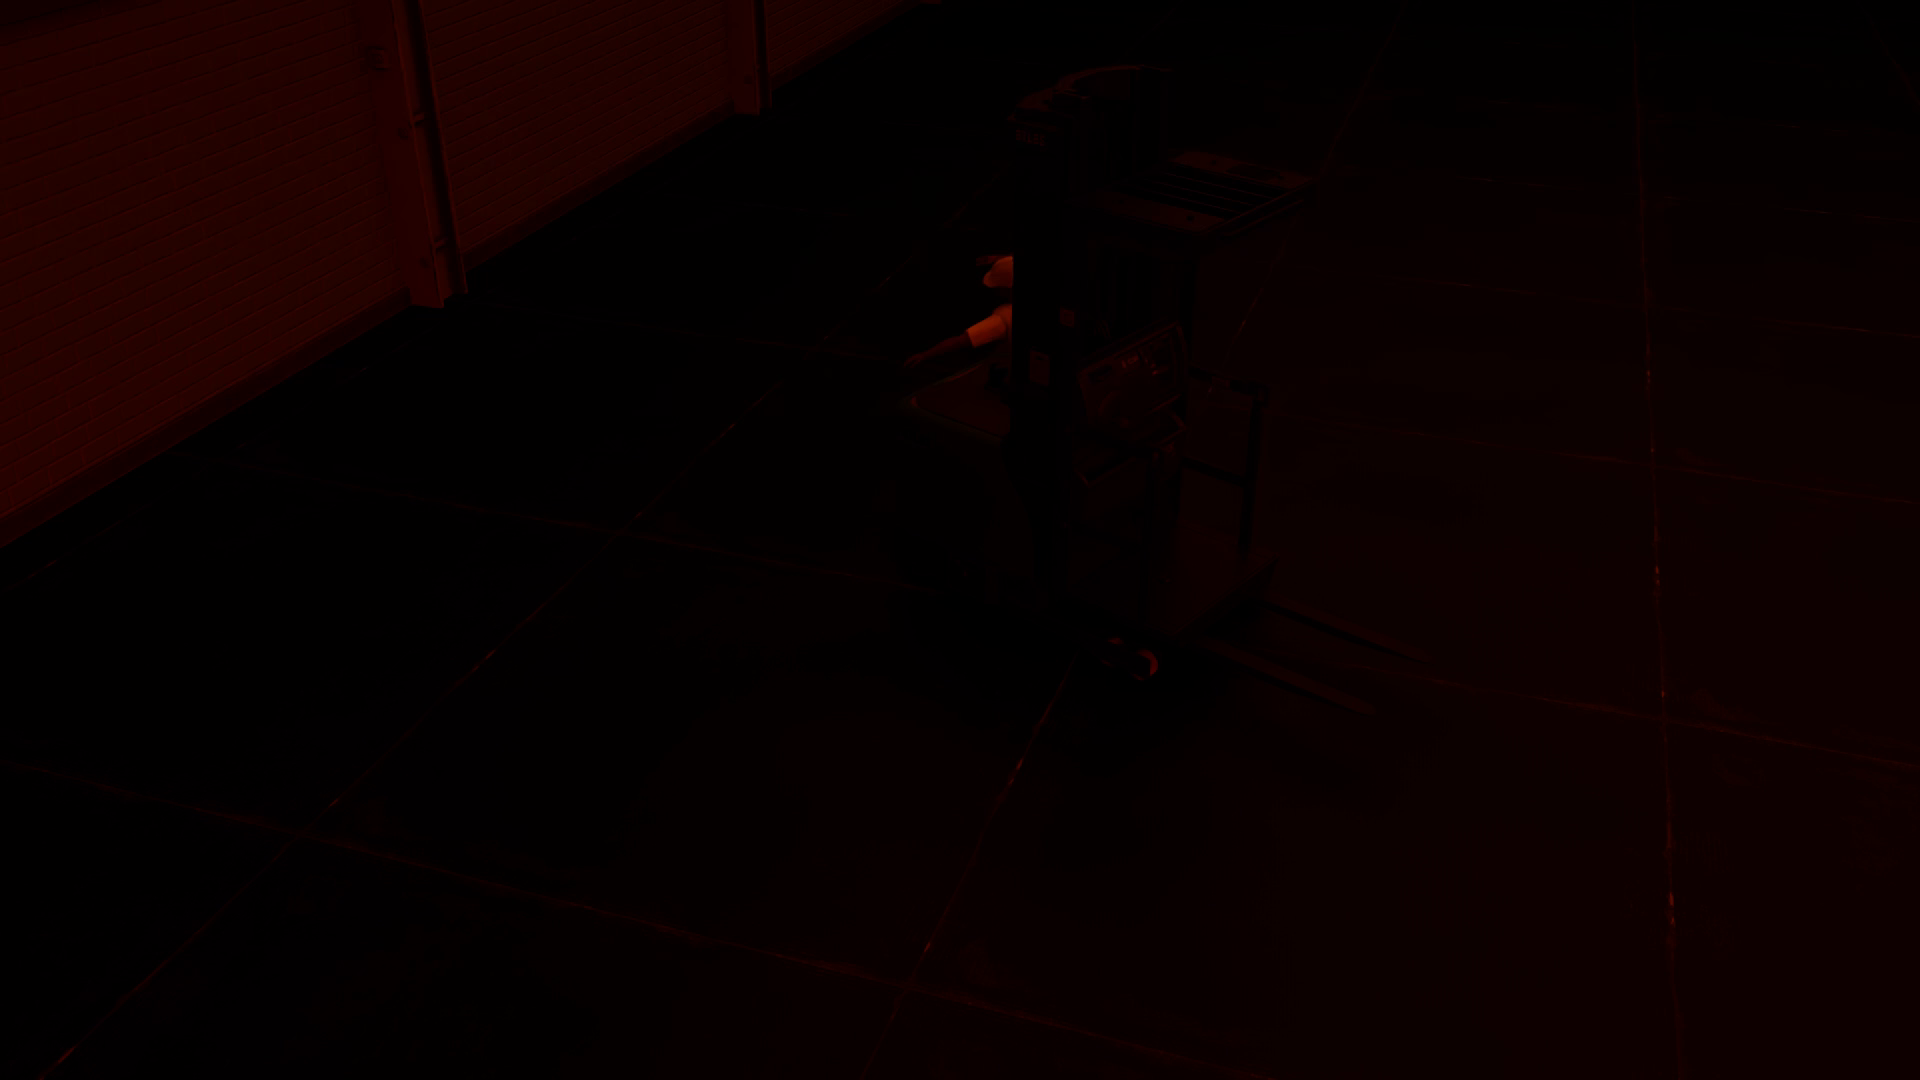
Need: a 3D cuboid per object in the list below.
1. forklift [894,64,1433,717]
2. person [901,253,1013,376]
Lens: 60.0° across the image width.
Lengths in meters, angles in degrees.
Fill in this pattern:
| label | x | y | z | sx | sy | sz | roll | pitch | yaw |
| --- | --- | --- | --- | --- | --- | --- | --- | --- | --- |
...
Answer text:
| label | x | y | z | sx | sy | sz | roll | pitch | yaw |
| --- | --- | --- | --- | --- | --- | --- | --- | --- | --- |
| forklift | 1.070 | -0.827 | 8.587 | 3.031 | 2.935 | 1.130 | 23 | 37 | 34 |
| person | 0.146 | -1.194 | 10.706 | 1.002 | 1.465 | 0.962 | 1 | 30 | 2 |
